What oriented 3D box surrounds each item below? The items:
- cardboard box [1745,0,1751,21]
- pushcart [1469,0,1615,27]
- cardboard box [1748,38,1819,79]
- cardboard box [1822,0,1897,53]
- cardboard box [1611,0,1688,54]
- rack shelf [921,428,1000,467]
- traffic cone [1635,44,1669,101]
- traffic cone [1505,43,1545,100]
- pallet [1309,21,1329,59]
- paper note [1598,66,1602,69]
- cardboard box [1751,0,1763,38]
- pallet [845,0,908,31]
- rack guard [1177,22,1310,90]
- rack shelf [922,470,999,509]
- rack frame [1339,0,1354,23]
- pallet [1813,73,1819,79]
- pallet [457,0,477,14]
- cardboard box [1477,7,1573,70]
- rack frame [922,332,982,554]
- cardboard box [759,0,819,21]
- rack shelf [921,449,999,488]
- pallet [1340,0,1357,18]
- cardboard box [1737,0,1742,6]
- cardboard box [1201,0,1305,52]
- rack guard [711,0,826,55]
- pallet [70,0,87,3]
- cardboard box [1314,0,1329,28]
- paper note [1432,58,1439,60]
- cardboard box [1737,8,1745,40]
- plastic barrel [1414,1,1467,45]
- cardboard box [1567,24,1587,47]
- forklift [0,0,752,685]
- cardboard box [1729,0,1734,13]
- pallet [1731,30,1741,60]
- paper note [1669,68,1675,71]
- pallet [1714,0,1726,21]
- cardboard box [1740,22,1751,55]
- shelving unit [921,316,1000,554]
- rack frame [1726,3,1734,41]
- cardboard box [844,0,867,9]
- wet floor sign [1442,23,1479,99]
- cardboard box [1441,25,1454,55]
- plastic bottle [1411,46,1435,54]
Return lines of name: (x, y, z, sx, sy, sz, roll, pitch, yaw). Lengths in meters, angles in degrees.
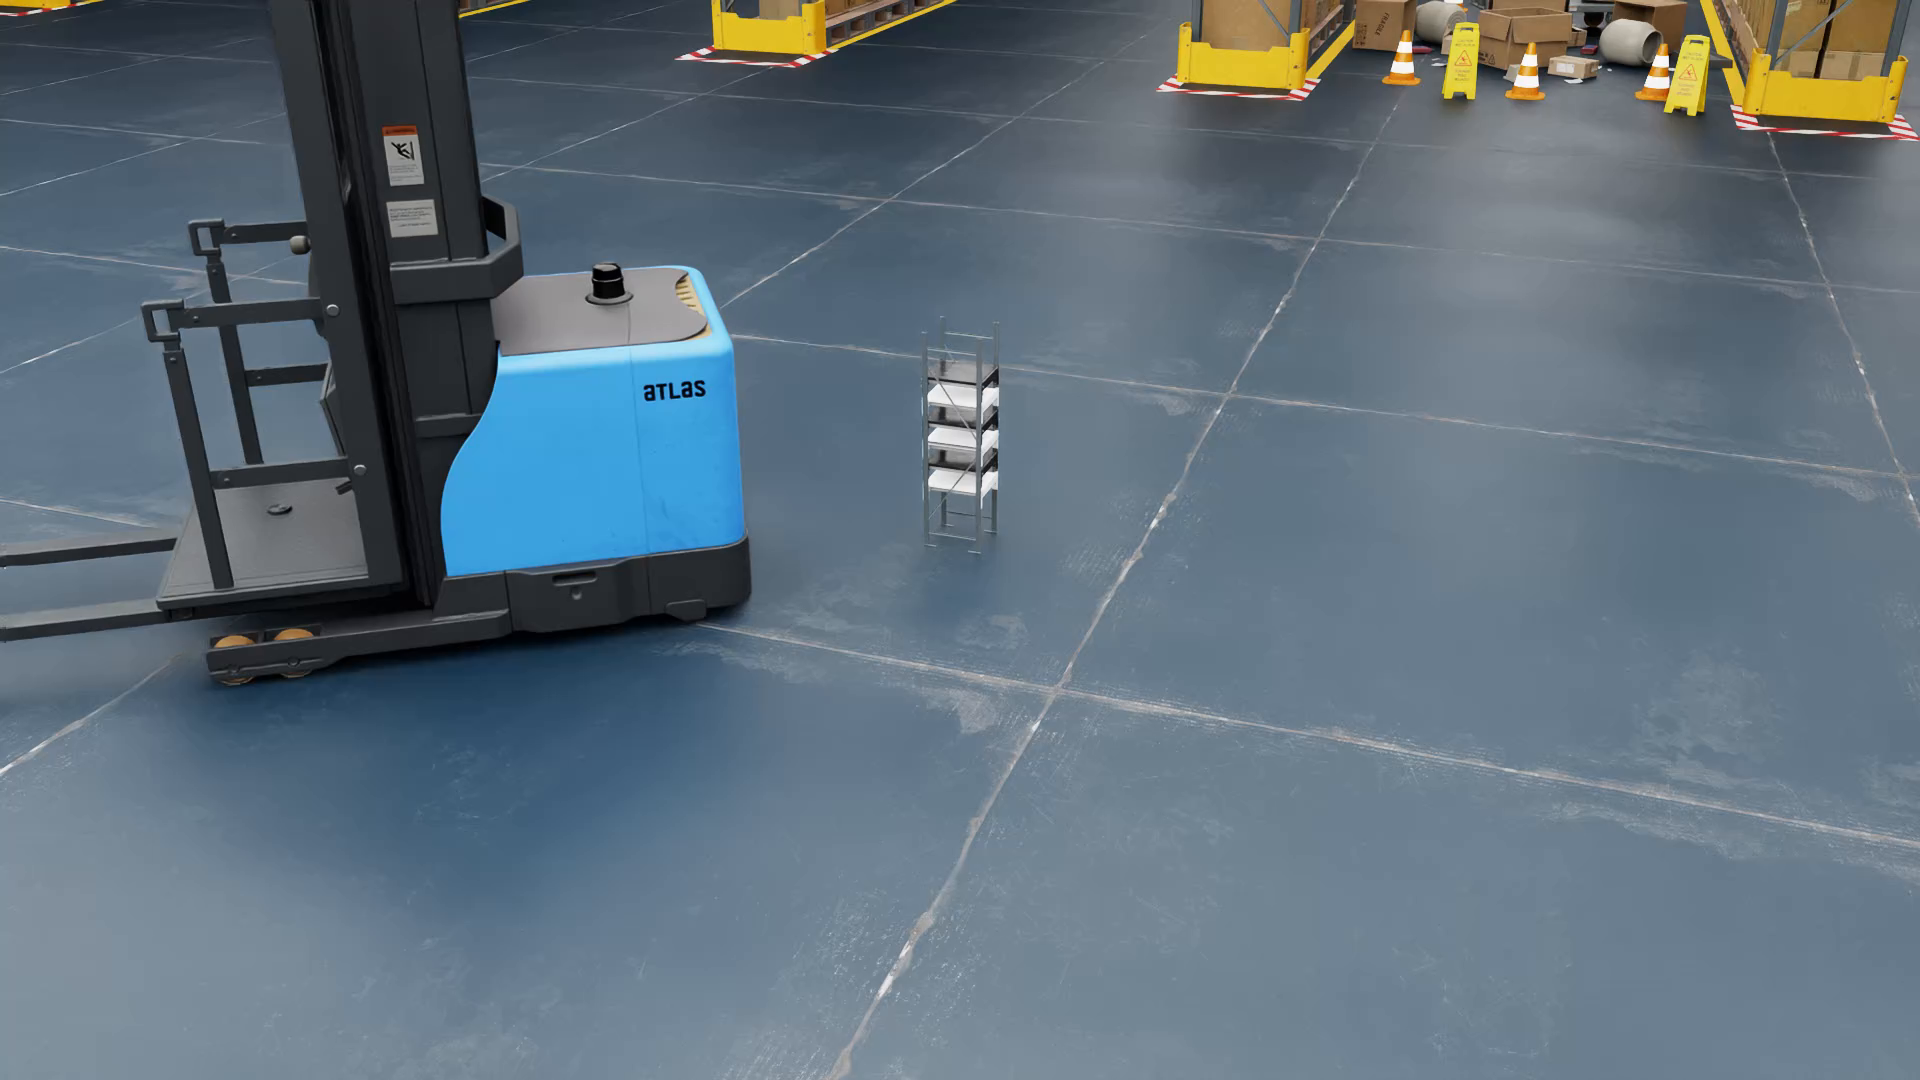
cardboard box: (7.885, -5.278, 16.021, 0.500, 0.500, 0.500, 10, 28, 20)
pushcart: (6.511, -5.756, 18.206, 1.648, 0.377, 0.936, 0, 26, -1)
cardboard box: (7.370, -4.315, 14.894, 0.500, 0.250, 0.500, 9, 27, 17)
cardboard box: (7.883, -4.573, 14.565, 0.500, 0.500, 0.500, 8, 27, 16)
cardboard box: (7.038, -5.260, 17.036, 0.500, 0.500, 0.500, -14, 29, -27)
rack shelf: (0.003, -0.378, 6.575, 0.258, 0.077, 0.200, 9, 27, 17)
traffic cone: (6.273, -4.205, 14.903, 0.336, 0.463, 0.334, 9, 27, 17)
traffic cone: (5.113, -4.226, 14.947, 0.336, 0.463, 0.334, 9, 27, 17)
pallet: (3.245, -5.243, 17.338, 1.003, 0.211, 1.213, 9, 27, 17)
paper note: (6.208, -4.646, 16.323, 0.148, 0.019, 0.142, 20, 32, 35)
cardboard box: (7.537, -4.854, 15.145, 0.500, 0.500, 0.500, 10, 28, 19)
pallet: (-1.262, -6.024, 18.950, 1.003, 0.211, 1.213, 9, 27, 17)
rack guard: (2.637, -4.524, 15.520, 1.175, 0.500, 0.348, 9, 27, 17)
rack shelf: (0.003, -0.216, 6.654, 0.258, 0.077, 0.200, 9, 27, 17)
rack frame: (3.976, -7.303, 18.391, 1.000, 3.000, 0.127, 9, 27, 17)
pallet: (7.675, -4.088, 14.950, 1.003, 0.211, 1.213, 9, 27, 17)
pallet: (-6.413, -6.254, 19.425, 1.003, 0.211, 1.213, 9, 27, 17)
cardboard box: (5.543, -4.948, 16.392, 0.797, 0.503, 0.637, -9, 27, -18)
rack frame: (-0.031, -0.367, 6.474, 0.240, 0.900, 0.006, 9, 27, 17)
cardboard box: (-1.775, -5.738, 17.545, 0.500, 0.500, 0.500, 14, 29, 27)
rack shelf: (0.003, -0.297, 6.615, 0.258, 0.077, 0.200, 9, 27, 17)
pallet: (4.162, -6.376, 19.676, 1.003, 0.211, 1.213, 9, 27, 17)
cardboard box: (8.226, -5.712, 16.918, 0.500, 0.500, 0.500, 10, 28, 20)
cardboard box: (2.808, -5.180, 15.963, 0.875, 0.875, 0.875, 9, 27, 18)
rack guard: (-1.974, -5.326, 17.176, 1.175, 0.500, 0.348, 9, 27, 17)
pallet: (-11.124, -6.923, 20.807, 1.003, 0.211, 1.213, 9, 27, 17)
cardboard box: (3.404, -5.916, 17.483, 0.875, 0.875, 0.875, 9, 27, 18)
paper note: (4.785, -4.835, 16.725, 0.123, 0.001, 0.032, -20, 33, -36)
cardboard box: (8.059, -5.154, 16.625, 0.500, 0.250, 0.500, 10, 28, 20)
plastic barrel: (5.045, -5.455, 17.530, 0.421, 0.421, 0.512, -14, 29, -27)
cardboard box: (6.382, -5.372, 17.541, 0.258, 0.266, 0.396, -9, 27, -18)
forklift: (-2.348, -1.076, 5.608, 3.031, 2.935, 1.130, -7, 27, -13)
cardboard box: (8.850, -5.849, 17.921, 0.950, 0.372, 0.625, 9, 27, 18)
pallet: (8.487, -5.090, 17.021, 1.003, 0.211, 1.213, 9, 27, 17)
paper note: (6.912, -4.596, 16.207, 0.142, 0.019, 0.148, 0, 26, -1)
pallet: (9.339, -6.195, 19.302, 1.003, 0.211, 1.213, 9, 27, 17)
cardboard box: (7.710, -4.733, 15.756, 0.500, 0.250, 0.500, 8, 27, 16)
shelving unit: (0.003, -0.408, 6.561, 0.258, 0.900, 0.210, 9, 27, 17)
rack frame: (8.677, -6.626, 16.994, 1.000, 3.000, 0.127, 9, 27, 17)
cardboard box: (-1.382, -6.243, 18.589, 0.500, 0.500, 0.500, 11, 28, 22)
wet floor sign: (4.502, -4.300, 14.891, 0.267, 0.644, 0.232, 4, 26, 8)
cardboard box: (5.141, -5.099, 16.976, 0.396, 0.266, 0.258, 14, 29, 26)
plastic bottle: (4.719, -5.034, 17.077, 0.283, 0.061, 0.133, 0, 26, -1)
